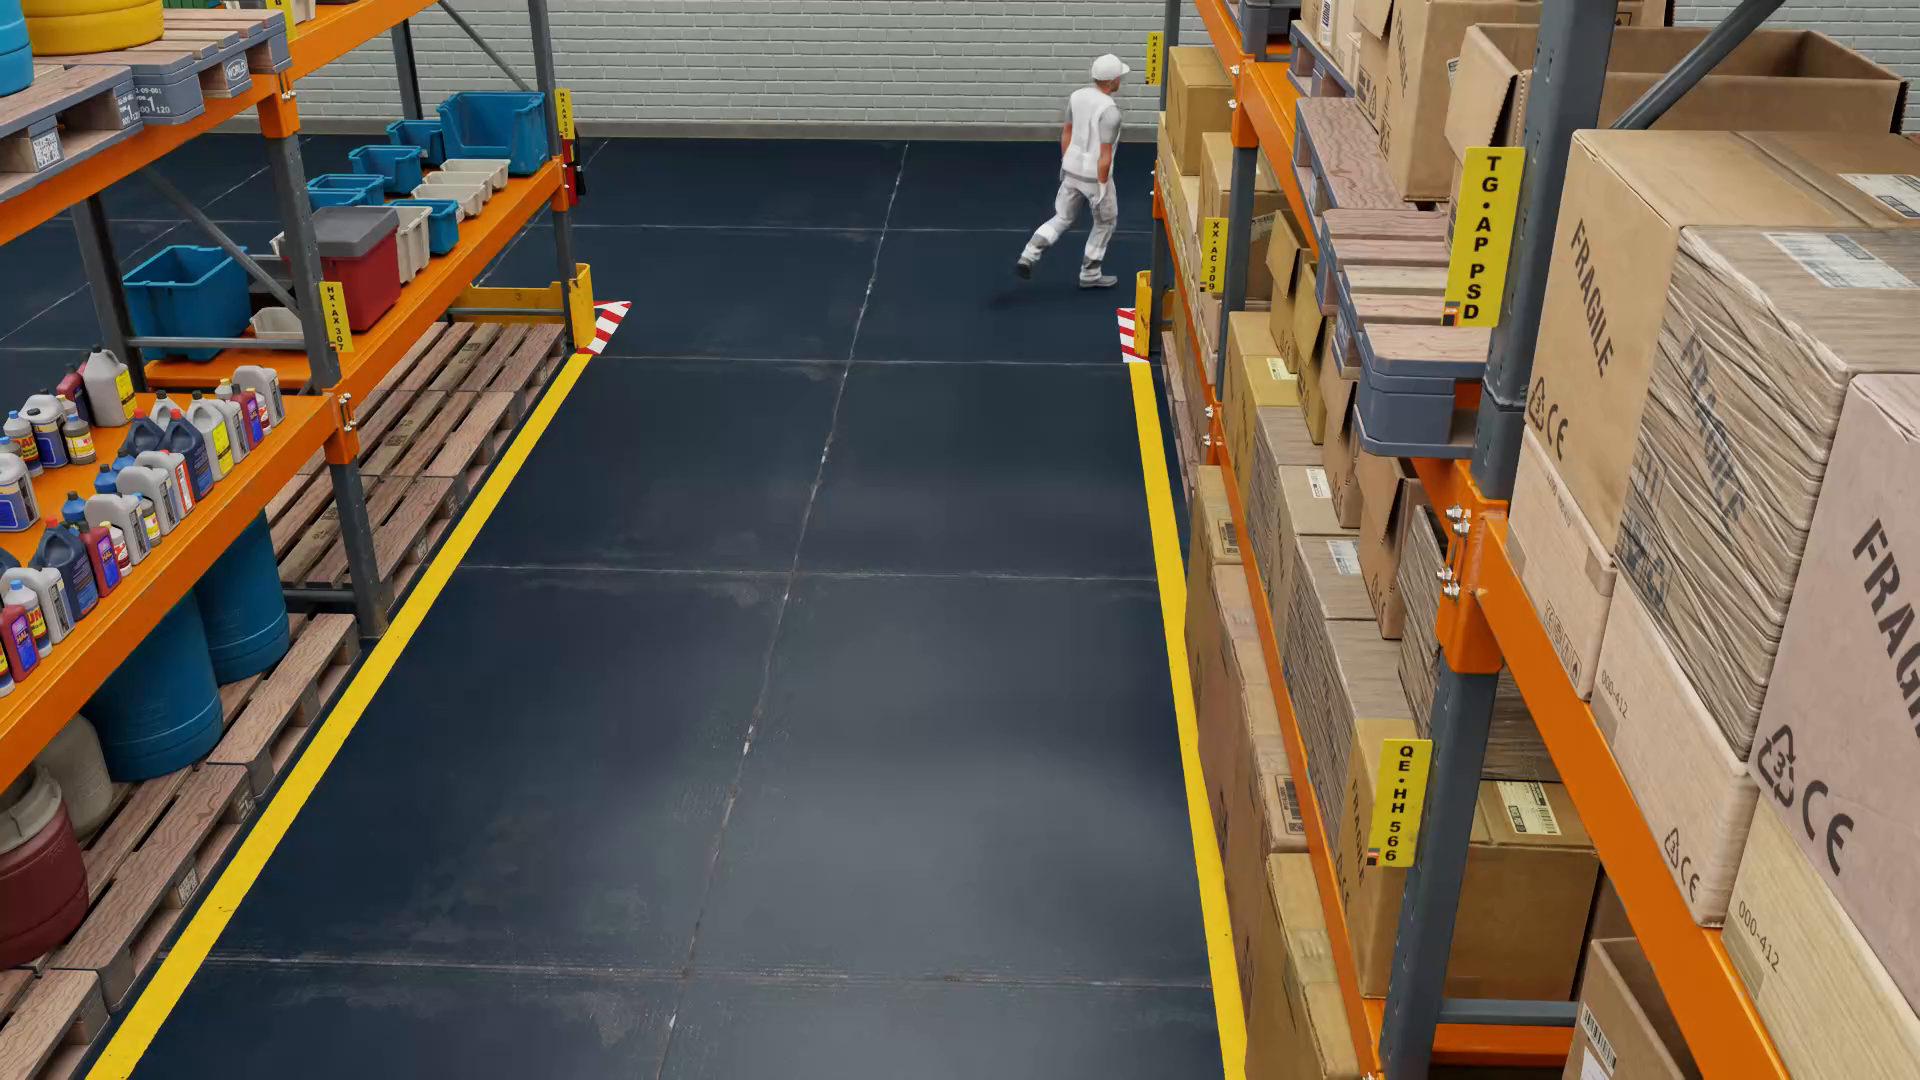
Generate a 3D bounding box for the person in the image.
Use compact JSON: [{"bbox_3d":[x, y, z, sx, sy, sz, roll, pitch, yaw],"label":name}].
[{"bbox_3d":[0.841,-2.652,12.151,0.795,1.749,0.610,-19,33,-31],"label":"person"}]
